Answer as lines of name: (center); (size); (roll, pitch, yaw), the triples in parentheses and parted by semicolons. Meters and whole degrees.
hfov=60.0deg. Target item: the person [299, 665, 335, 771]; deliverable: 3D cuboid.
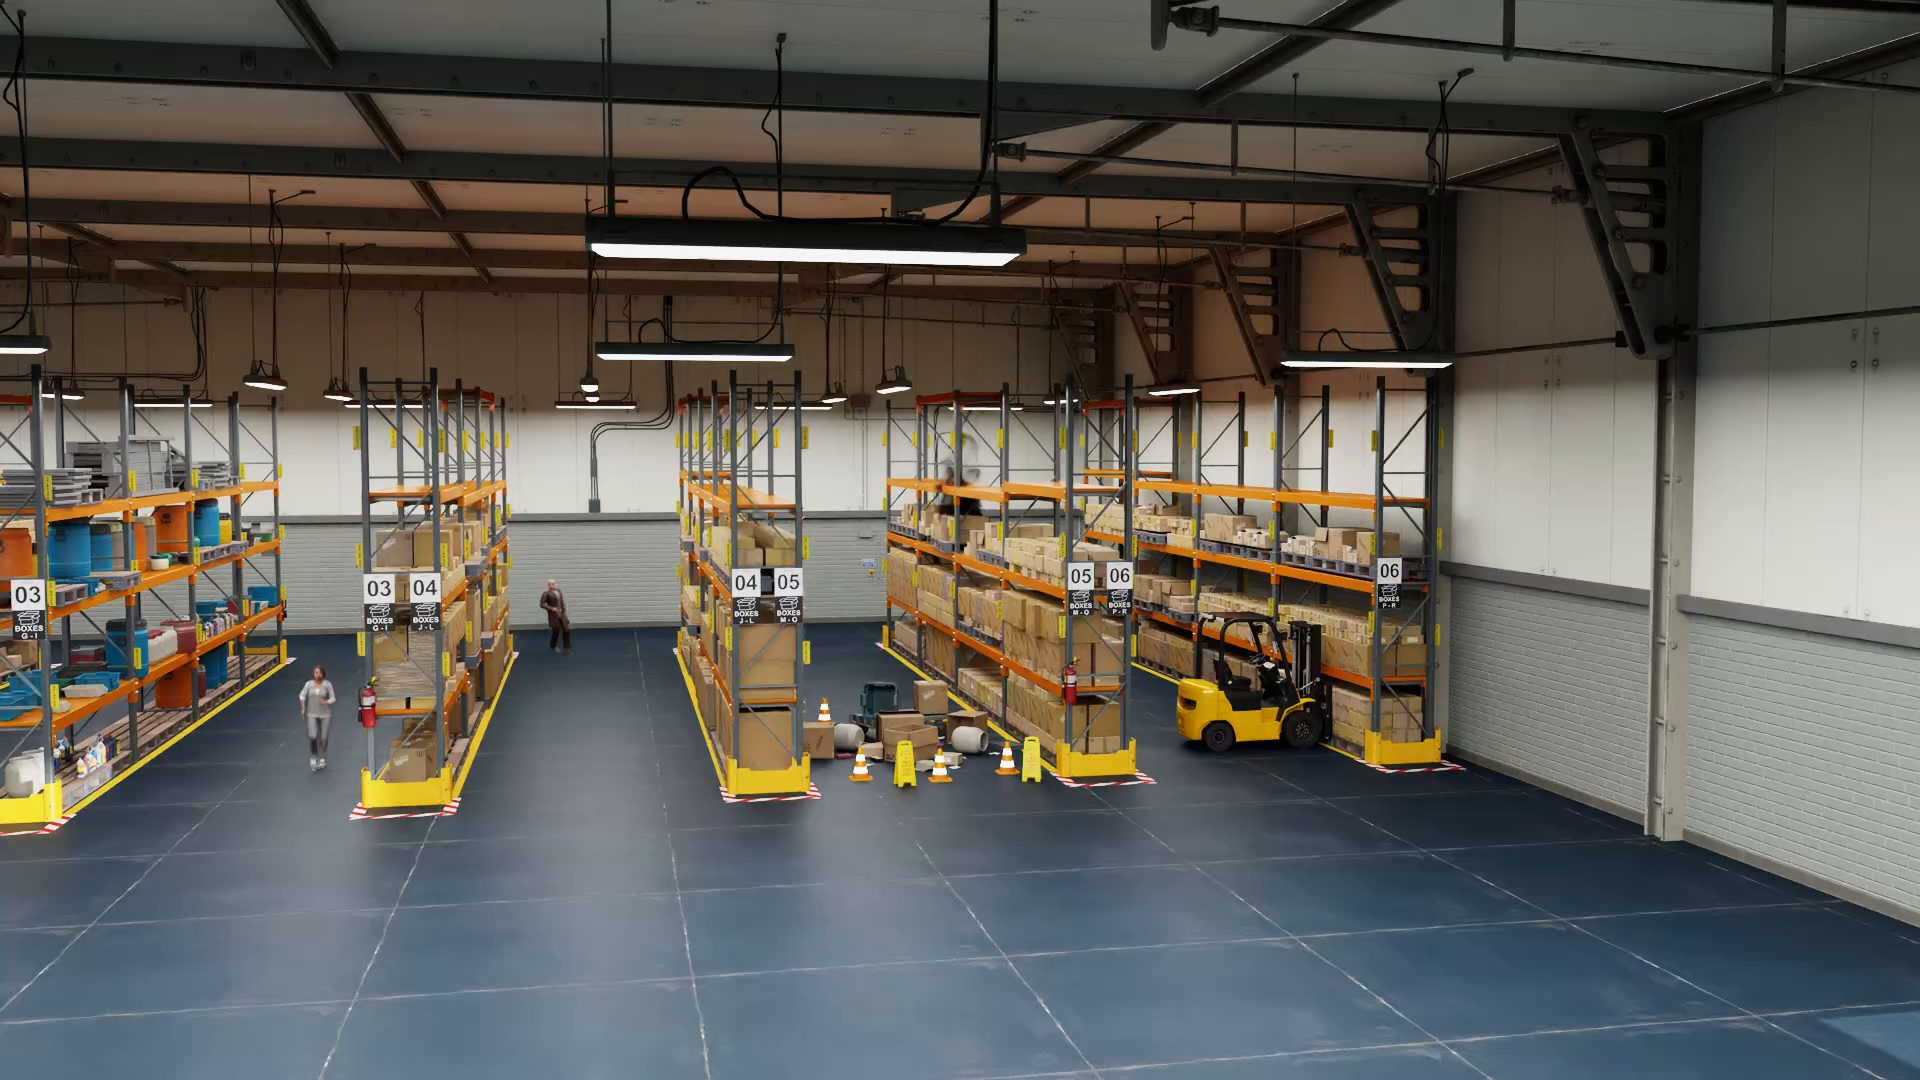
person: (-9.738, 2.698, 25.222); (0.506, 1.586, 0.656); (-1, 4, -22)

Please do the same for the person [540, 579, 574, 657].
person: (-9.455, 1.817, 38.728); (0.828, 1.824, 0.718); (3, 5, 43)

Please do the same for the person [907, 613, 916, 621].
person: (-1.119, 1.719, 41.766); (0.534, 1.610, 0.614); (1, 4, 17)
